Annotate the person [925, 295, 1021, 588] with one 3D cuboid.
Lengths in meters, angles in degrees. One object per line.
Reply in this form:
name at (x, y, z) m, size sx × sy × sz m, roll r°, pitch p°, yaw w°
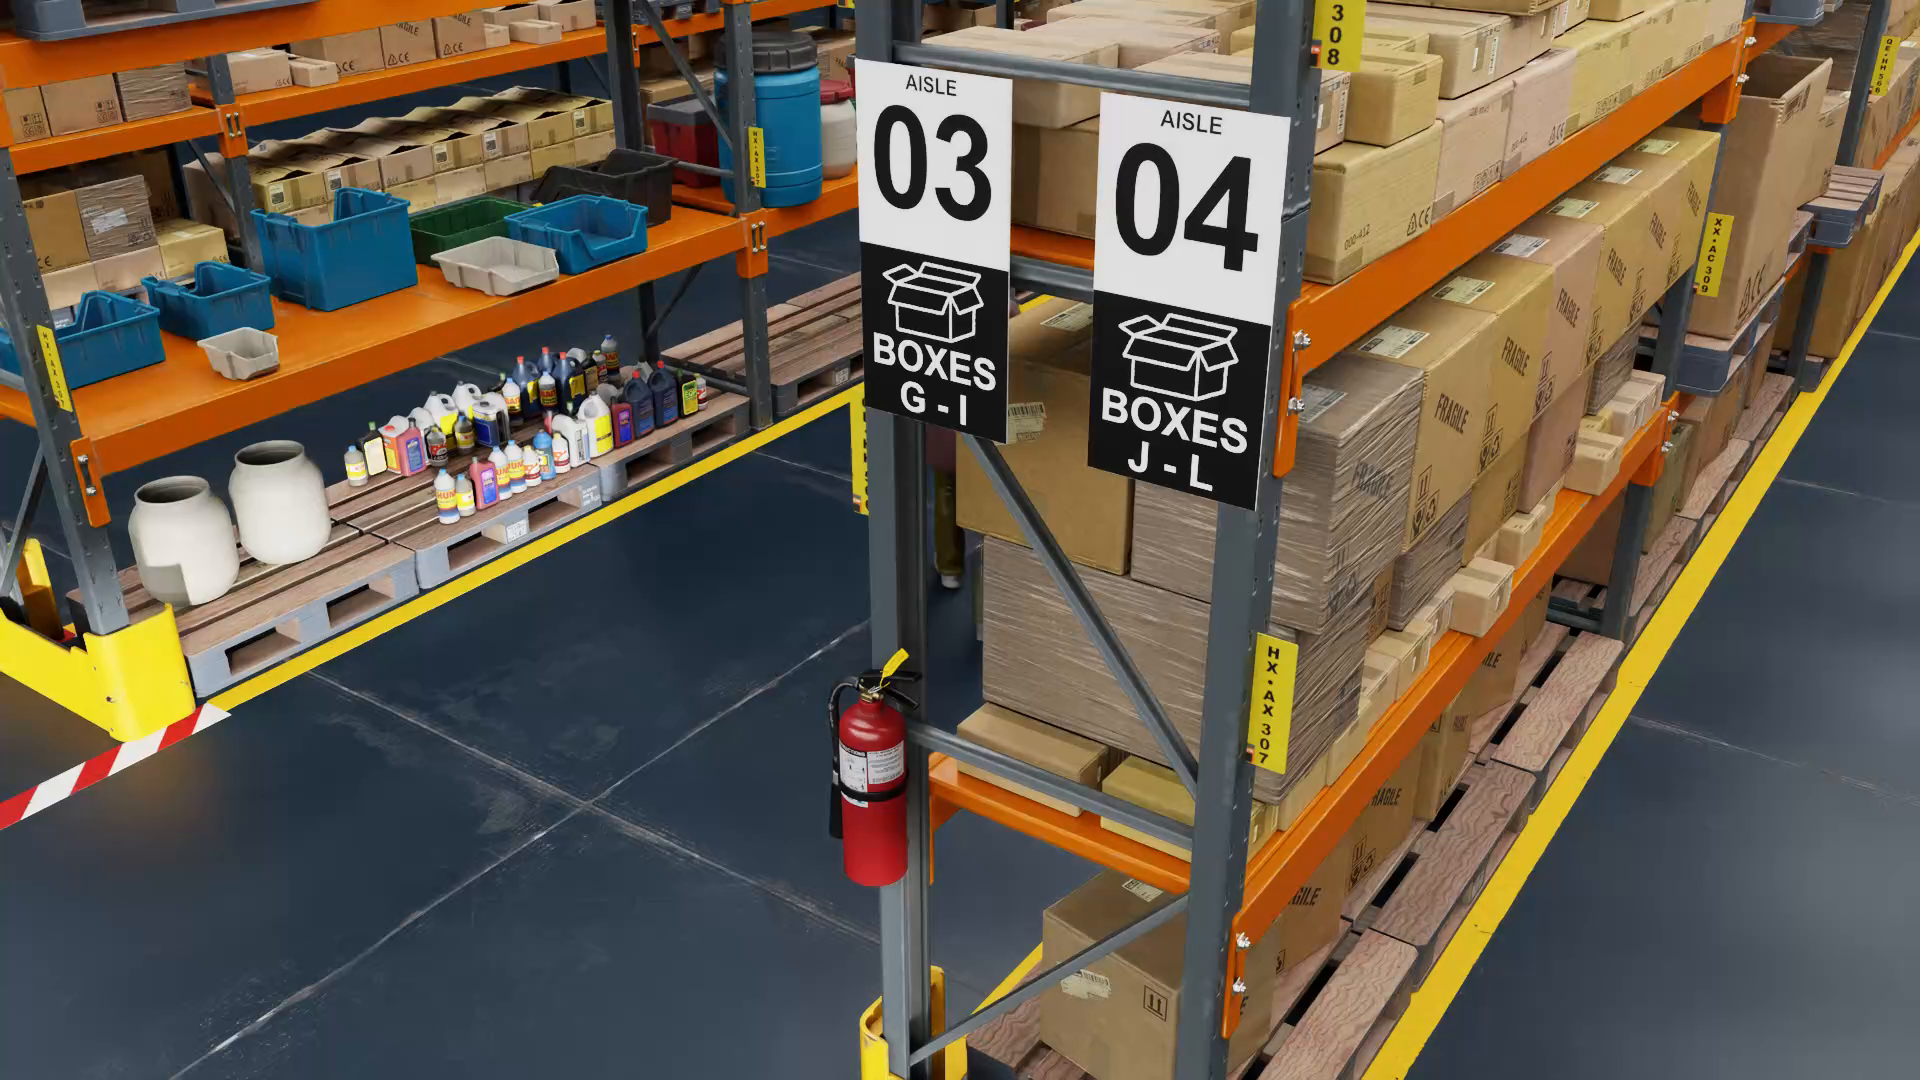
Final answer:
person at (0.040, -0.550, 7.693) m, size 0.649 × 1.772 × 0.674 m, roll 5°, pitch 27°, yaw 9°
